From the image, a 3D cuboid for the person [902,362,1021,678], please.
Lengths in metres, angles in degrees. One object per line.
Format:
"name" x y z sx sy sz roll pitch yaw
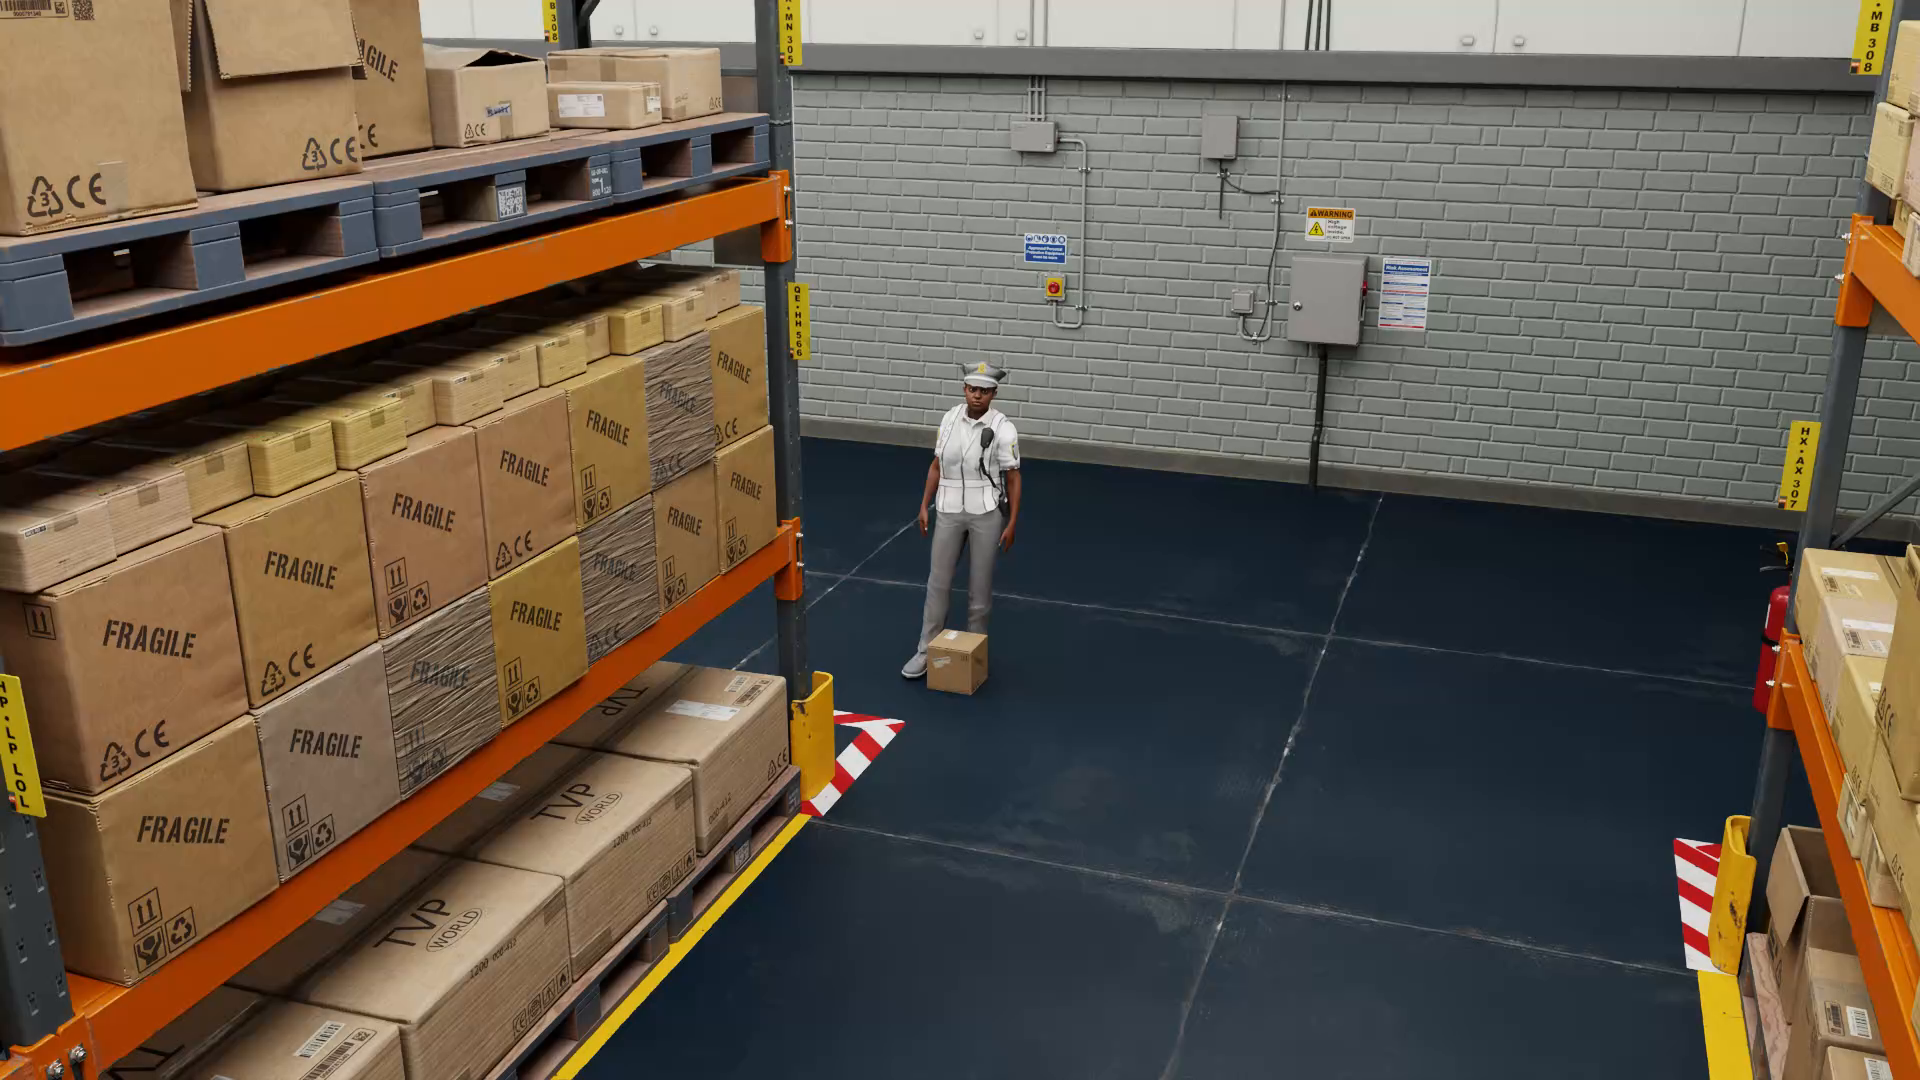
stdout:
"person" 0.020 -0.109 8.803 0.569 1.694 0.529 6 20 18
